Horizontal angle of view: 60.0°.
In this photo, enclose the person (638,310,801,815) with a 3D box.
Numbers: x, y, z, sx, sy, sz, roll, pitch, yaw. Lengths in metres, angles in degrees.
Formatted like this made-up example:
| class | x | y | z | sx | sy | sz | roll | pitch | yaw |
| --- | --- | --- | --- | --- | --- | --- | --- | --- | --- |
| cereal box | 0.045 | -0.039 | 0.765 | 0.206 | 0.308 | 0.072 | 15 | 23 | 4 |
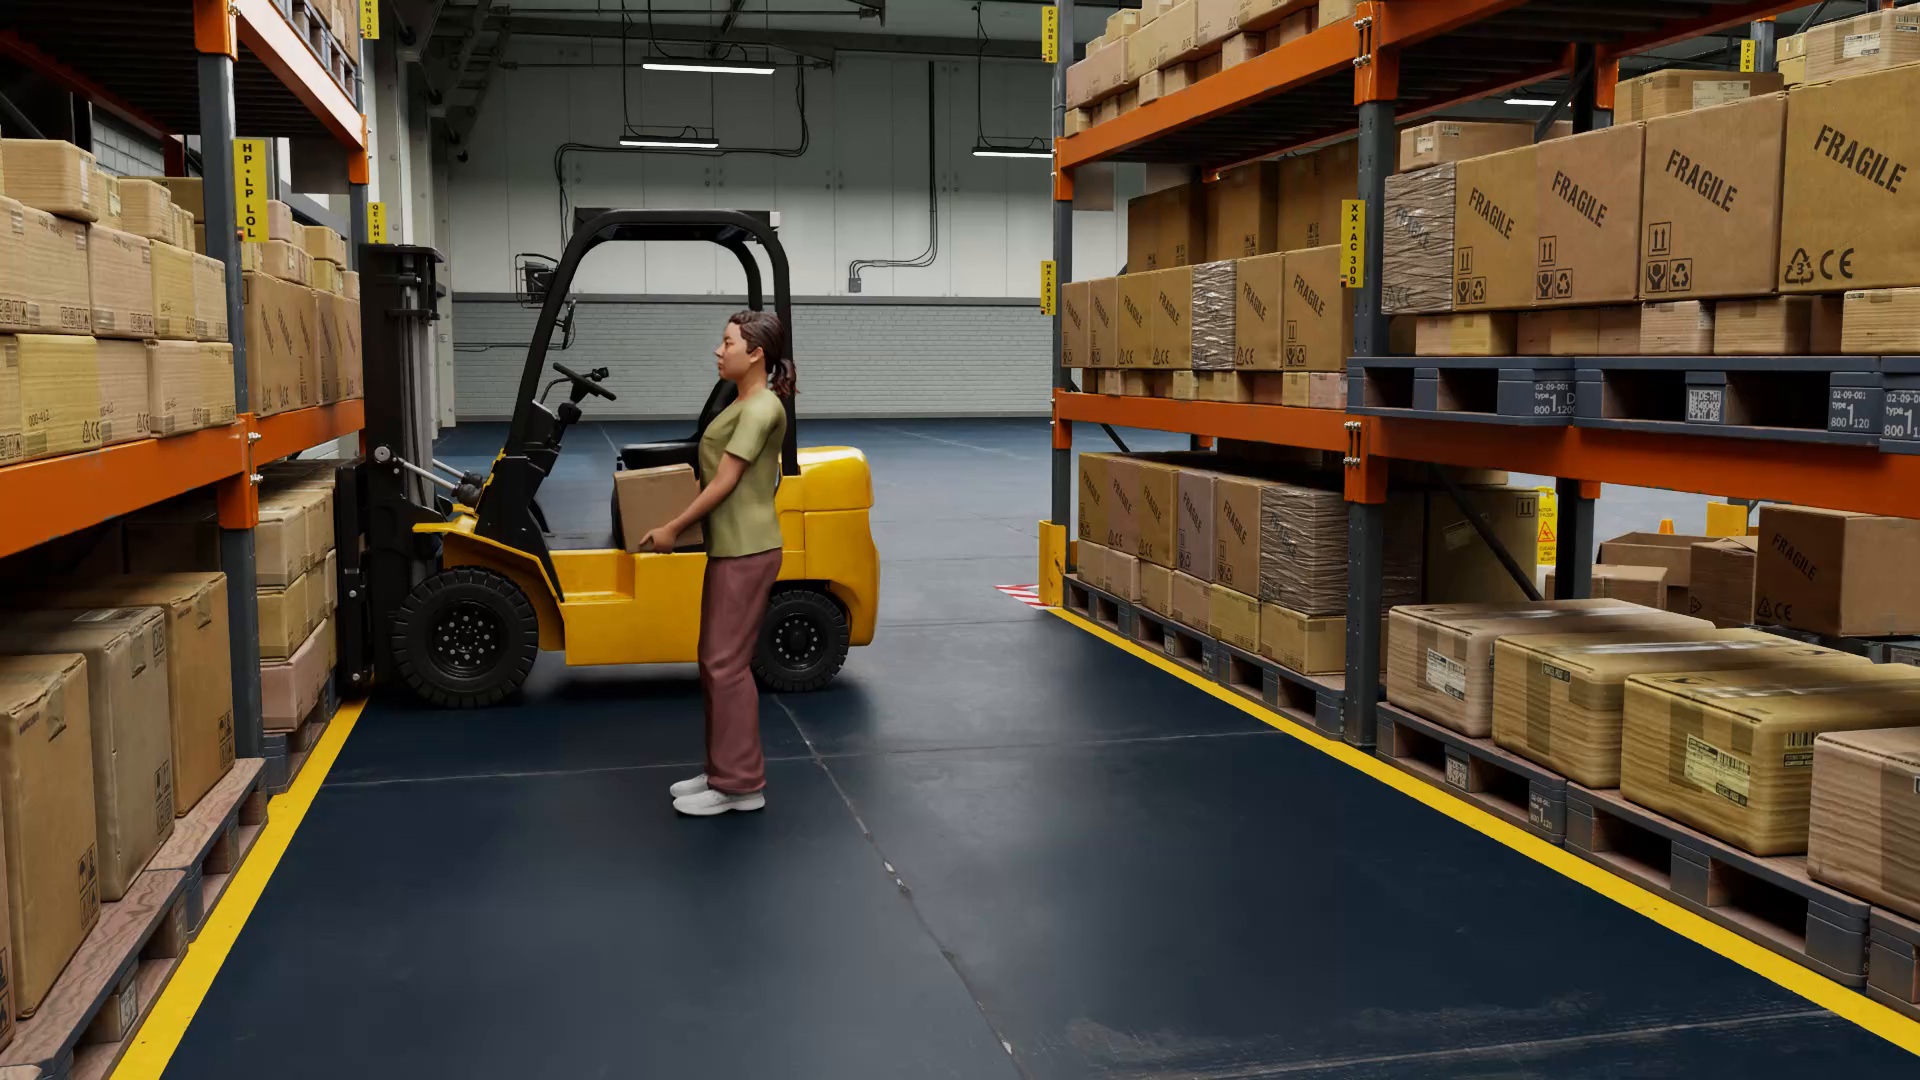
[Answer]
| class | x | y | z | sx | sy | sz | roll | pitch | yaw |
| --- | --- | --- | --- | --- | --- | --- | --- | --- | --- |
| person | -0.799 | 0.071 | 5.548 | 0.547 | 1.666 | 0.426 | -1 | 6 | -13 |
